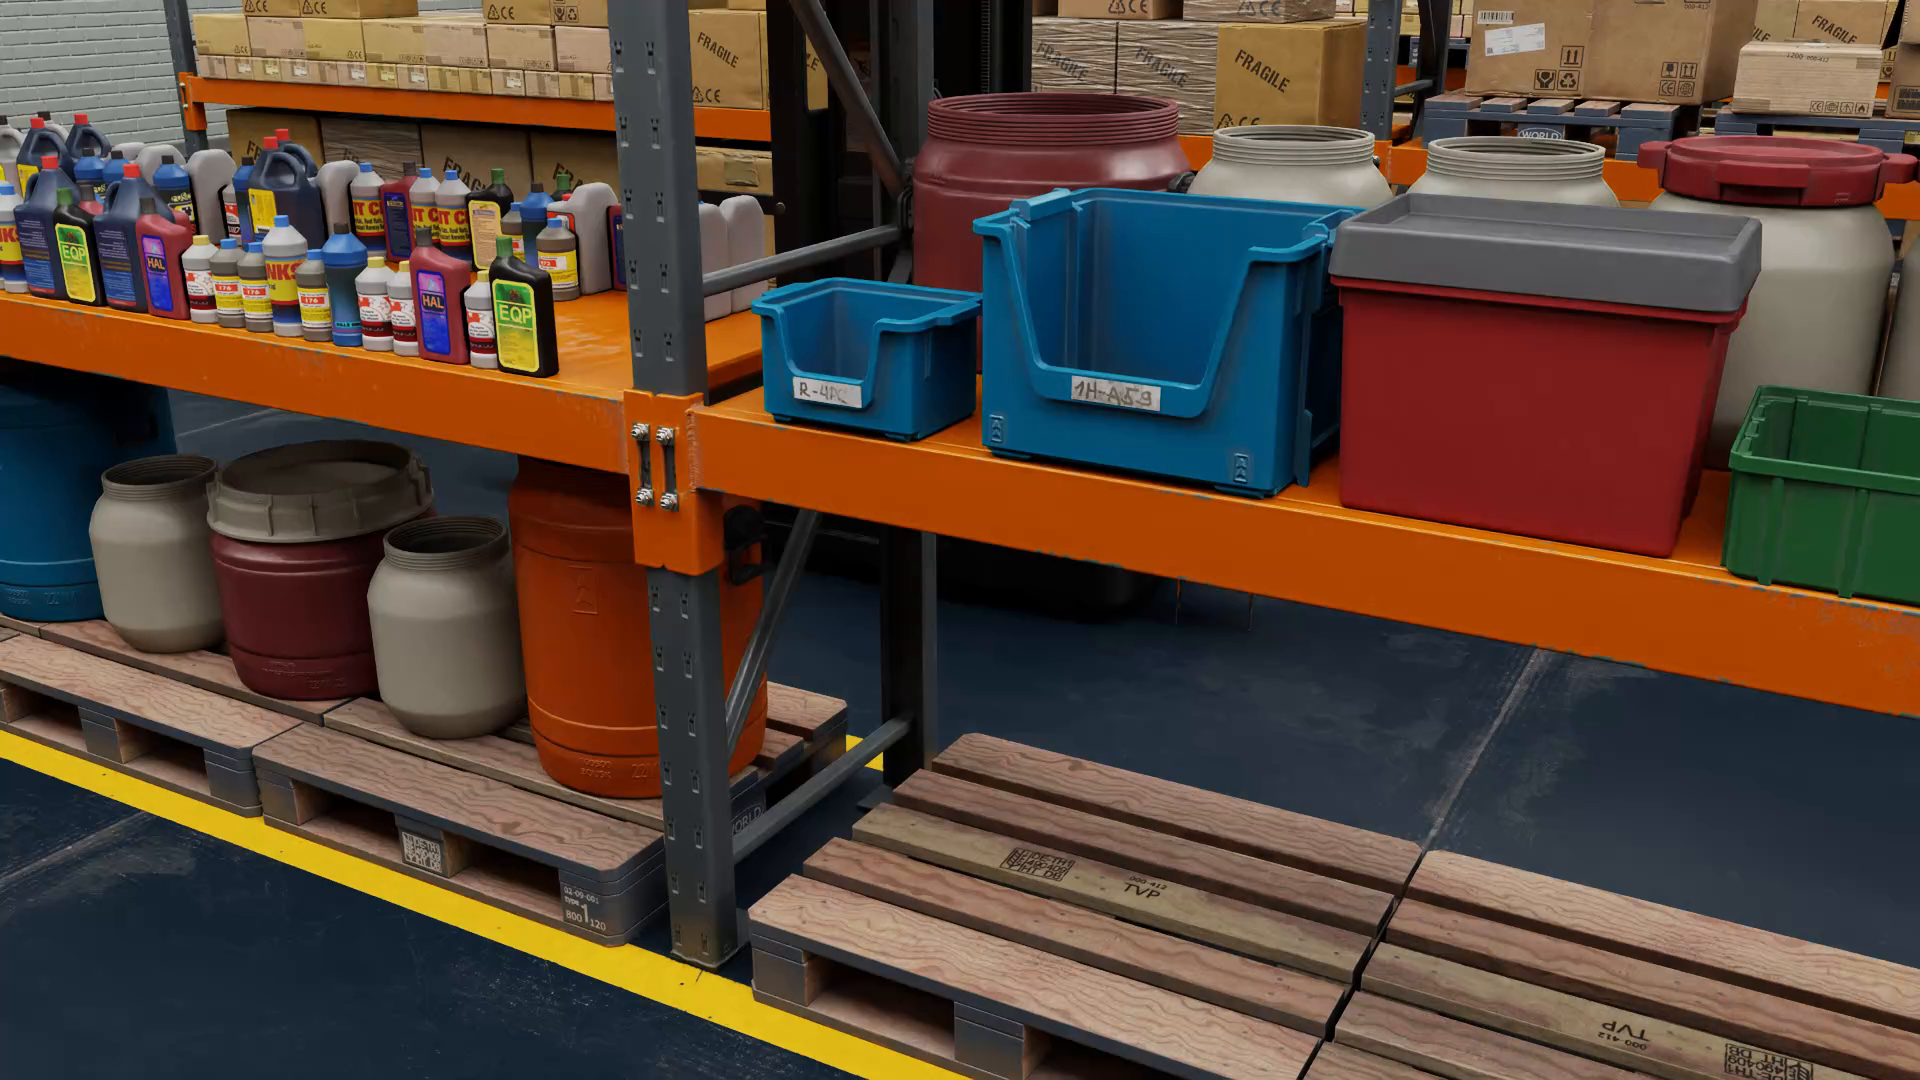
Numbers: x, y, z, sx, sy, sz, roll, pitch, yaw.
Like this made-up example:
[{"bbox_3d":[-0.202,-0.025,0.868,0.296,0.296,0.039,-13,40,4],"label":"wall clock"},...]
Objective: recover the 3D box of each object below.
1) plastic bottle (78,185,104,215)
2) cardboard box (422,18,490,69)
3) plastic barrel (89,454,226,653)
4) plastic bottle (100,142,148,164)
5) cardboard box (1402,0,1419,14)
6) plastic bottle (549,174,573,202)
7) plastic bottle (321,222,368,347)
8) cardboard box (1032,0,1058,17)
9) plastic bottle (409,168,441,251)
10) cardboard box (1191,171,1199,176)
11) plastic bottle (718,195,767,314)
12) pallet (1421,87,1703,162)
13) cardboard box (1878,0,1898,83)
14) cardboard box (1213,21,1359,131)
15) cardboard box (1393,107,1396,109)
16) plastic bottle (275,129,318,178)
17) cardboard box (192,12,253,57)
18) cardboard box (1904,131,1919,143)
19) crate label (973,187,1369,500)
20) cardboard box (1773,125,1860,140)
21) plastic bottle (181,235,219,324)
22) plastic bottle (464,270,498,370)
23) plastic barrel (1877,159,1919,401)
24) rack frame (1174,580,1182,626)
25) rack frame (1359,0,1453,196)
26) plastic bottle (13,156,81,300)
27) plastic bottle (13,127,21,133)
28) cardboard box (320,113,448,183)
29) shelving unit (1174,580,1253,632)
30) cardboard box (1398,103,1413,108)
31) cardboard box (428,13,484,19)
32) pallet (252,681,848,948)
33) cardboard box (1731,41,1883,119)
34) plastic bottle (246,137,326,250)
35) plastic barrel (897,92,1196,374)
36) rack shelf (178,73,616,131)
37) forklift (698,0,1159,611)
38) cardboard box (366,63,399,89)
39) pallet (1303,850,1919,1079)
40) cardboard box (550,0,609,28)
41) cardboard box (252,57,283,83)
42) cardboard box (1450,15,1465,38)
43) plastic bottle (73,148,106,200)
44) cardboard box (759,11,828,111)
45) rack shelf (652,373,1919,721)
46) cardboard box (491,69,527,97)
[{"bbox_3d":[-2.162,-0.750,4.205,0.133,0.283,0.061,11,23,27],"label":"plastic bottle"},{"bbox_3d":[-2.844,-2.978,9.960,0.500,0.250,0.500,11,23,28],"label":"cardboard box"},{"bbox_3d":[-2.313,0.037,4.897,0.421,0.512,0.421,0,20,0],"label":"plastic barrel"},{"bbox_3d":[-2.586,-1.097,5.171,0.135,0.276,0.152,11,23,27],"label":"plastic bottle"},{"bbox_3d":[3.231,-3.832,11.847,0.250,0.149,0.380,11,23,27],"label":"cardboard box"},{"bbox_3d":[-1.074,-0.830,4.425,0.133,0.283,0.061,11,23,27],"label":"plastic bottle"},{"bbox_3d":[-1.380,-0.579,3.751,0.097,0.271,0.097,0,20,0],"label":"plastic bottle"},{"bbox_3d":[0.274,-2.942,8.459,0.637,0.503,0.797,12,23,29],"label":"cardboard box"},{"bbox_3d":[-1.470,-0.892,4.615,0.097,0.271,0.097,0,20,0],"label":"plastic bottle"},{"bbox_3d":[1.468,-1.398,8.319,0.875,0.875,1.225,10,22,25],"label":"cardboard box"},{"bbox_3d":[-0.575,-0.713,4.115,0.135,0.276,0.152,11,23,27],"label":"plastic bottle"},{"bbox_3d":[2.734,-1.901,7.489,1.003,0.211,1.213,11,23,27],"label":"pallet"},{"bbox_3d":[6.147,-3.179,10.582,0.500,0.500,0.500,11,22,27],"label":"cardboard box"},{"bbox_3d":[1.509,-2.133,7.701,0.500,0.500,0.500,12,23,29],"label":"cardboard box"},{"bbox_3d":[2.960,-3.118,12.513,0.500,0.250,0.500,11,23,29],"label":"cardboard box"},{"bbox_3d":[-1.924,-1.007,4.815,0.185,0.351,0.144,11,23,27],"label":"plastic bottle"},{"bbox_3d":[-4.636,-3.318,10.896,0.500,0.250,0.500,10,22,26],"label":"cardboard box"},{"bbox_3d":[8.689,-3.645,15.253,0.625,0.372,0.950,12,23,29],"label":"cardboard box"},{"bbox_3d":[0.380,-0.375,2.947,0.616,0.435,0.502,11,23,27],"label":"crate label"},{"bbox_3d":[5.820,-2.405,11.280,0.750,0.750,1.050,11,23,28],"label":"cardboard box"},{"bbox_3d":[-1.805,-0.627,3.986,0.097,0.201,0.097,0,20,0],"label":"plastic bottle"},{"bbox_3d":[-1.008,-0.475,3.567,0.097,0.201,0.097,0,20,0],"label":"plastic bottle"},{"bbox_3d":[1.768,-0.349,2.728,0.433,0.535,0.433,0,20,0],"label":"plastic barrel"},{"bbox_3d":[0.740,-0.239,5.484,0.008,1.050,0.200,4,20,11],"label":"rack frame"},{"bbox_3d":[2.060,-2.078,7.695,0.127,3.000,1.000,11,23,27],"label":"rack frame"},{"bbox_3d":[-2.311,-0.803,4.251,0.185,0.351,0.144,11,23,27],"label":"plastic bottle"},{"bbox_3d":[-3.121,-1.220,5.500,0.133,0.283,0.061,11,23,27],"label":"plastic bottle"},{"bbox_3d":[-3.532,-2.373,11.009,0.875,0.875,0.875,11,23,27],"label":"cardboard box"},{"bbox_3d":[0.860,-0.231,5.461,0.252,1.050,0.215,4,20,11],"label":"shelving unit"},{"bbox_3d":[3.641,-3.184,12.693,0.500,0.250,0.500,10,22,27],"label":"cardboard box"},{"bbox_3d":[-3.028,-3.222,10.632,0.500,0.250,0.500,11,23,27],"label":"cardboard box"},{"bbox_3d":[-1.064,0.589,4.433,1.213,0.211,1.003,11,23,27],"label":"pallet"},{"bbox_3d":[3.411,-1.858,6.692,0.500,0.250,0.500,10,22,26],"label":"cardboard box"},{"bbox_3d":[-1.880,-0.939,4.628,0.185,0.351,0.144,11,23,27],"label":"plastic bottle"},{"bbox_3d":[0.198,-0.681,3.643,0.708,0.536,0.600,11,23,27],"label":"plastic barrel"},{"bbox_3d":[-3.178,-2.738,10.569,4.000,0.370,1.077,11,23,27],"label":"rack shelf"},{"bbox_3d":[-0.551,-1.482,6.153,3.031,2.935,1.130,11,23,27],"label":"forklift"},{"bbox_3d":[-3.431,-2.878,10.268,0.250,0.149,0.380,10,22,26],"label":"cardboard box"},{"bbox_3d":[1.363,1.051,3.159,1.213,0.211,1.003,11,23,27],"label":"pallet"},{"bbox_3d":[-1.963,-3.162,9.367,0.500,0.500,0.500,12,23,29],"label":"cardboard box"},{"bbox_3d":[-4.326,-3.048,10.739,0.250,0.149,0.380,10,22,26],"label":"cardboard box"},{"bbox_3d":[3.472,-3.647,11.772,0.250,0.149,0.380,11,23,28],"label":"cardboard box"},{"bbox_3d":[-2.631,-1.054,5.061,0.097,0.271,0.097,0,20,0],"label":"plastic bottle"},{"bbox_3d":[-0.713,-2.556,8.866,0.500,0.500,0.500,11,23,27],"label":"cardboard box"},{"bbox_3d":[1.391,0.067,2.836,4.000,0.370,1.077,11,23,27],"label":"rack shelf"},{"bbox_3d":[-2.531,-2.707,9.796,0.250,0.149,0.380,11,23,28],"label":"cardboard box"}]
